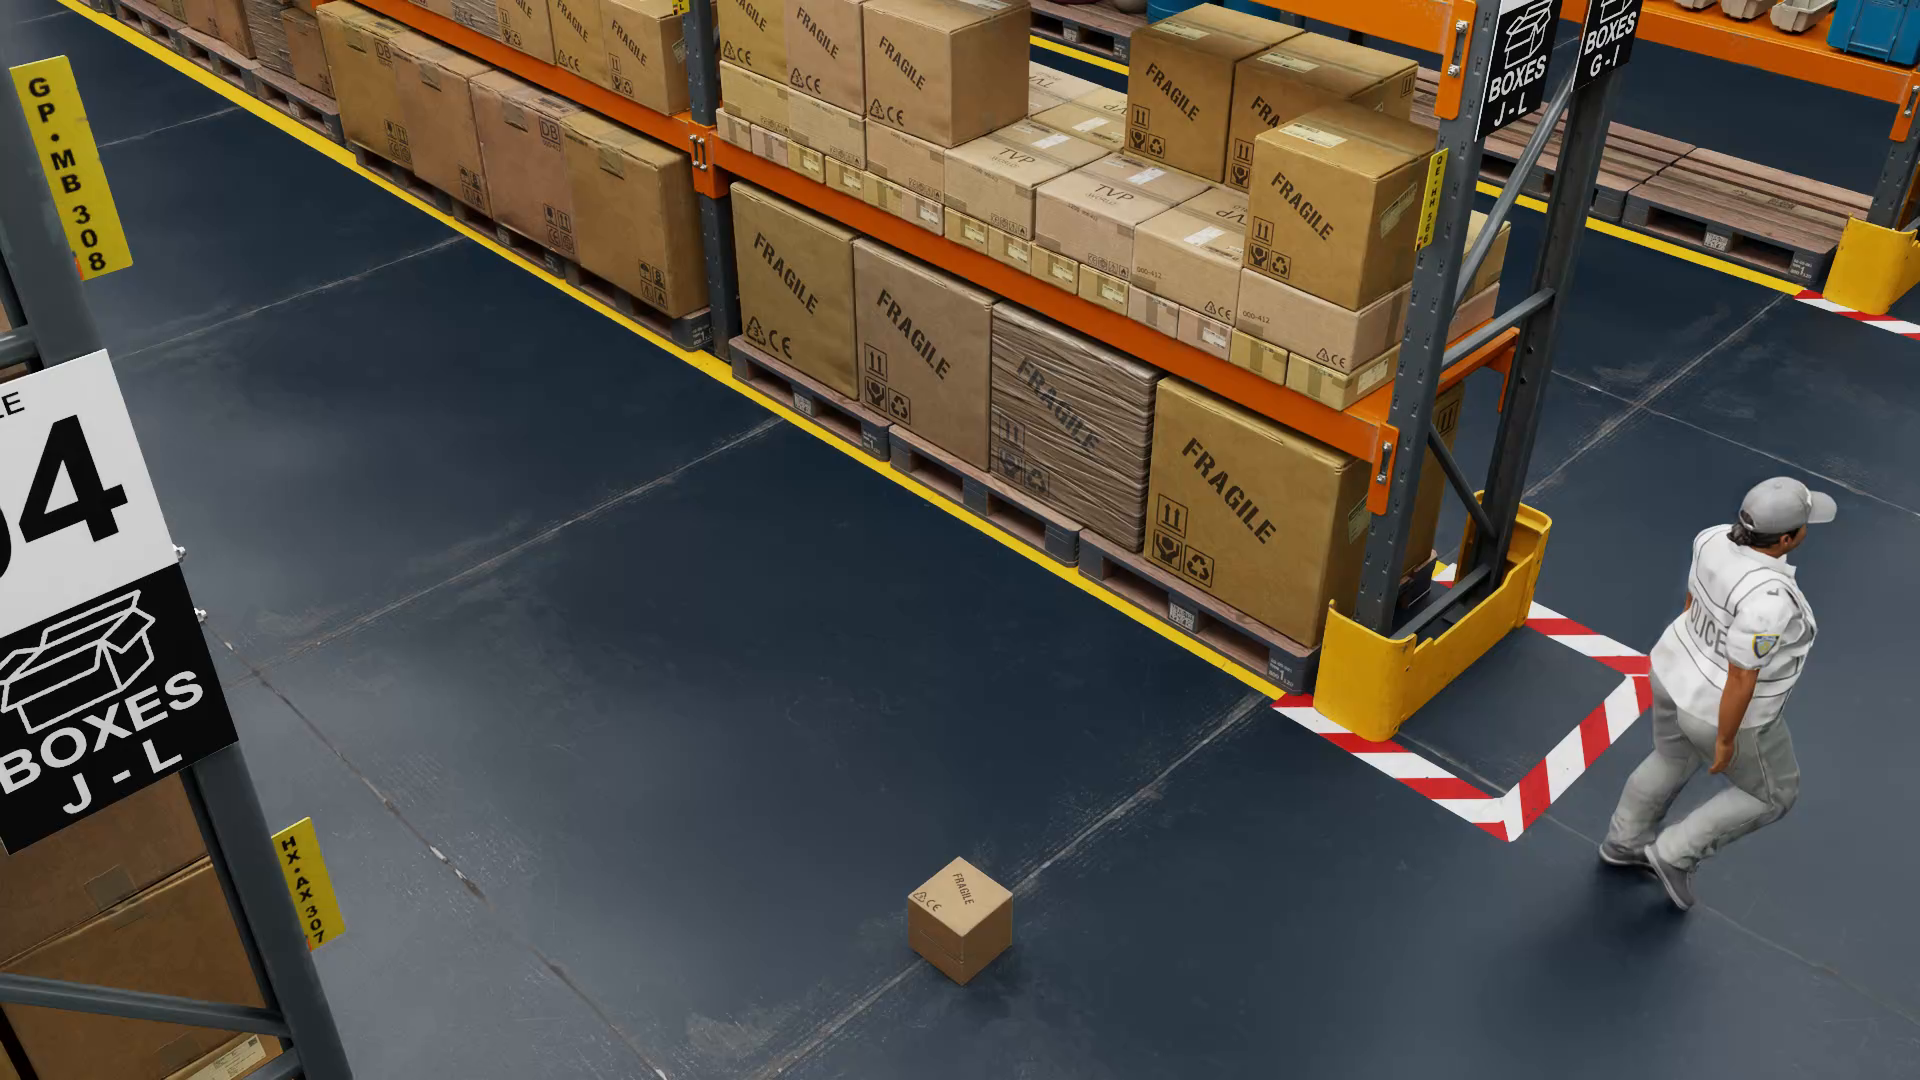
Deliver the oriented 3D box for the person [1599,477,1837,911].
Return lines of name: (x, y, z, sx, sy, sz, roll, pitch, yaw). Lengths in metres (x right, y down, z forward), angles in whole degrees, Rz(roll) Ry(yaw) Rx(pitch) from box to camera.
person: (2.497, 0.504, 5.420, 0.468, 1.690, 0.485, -4, 36, -5)
